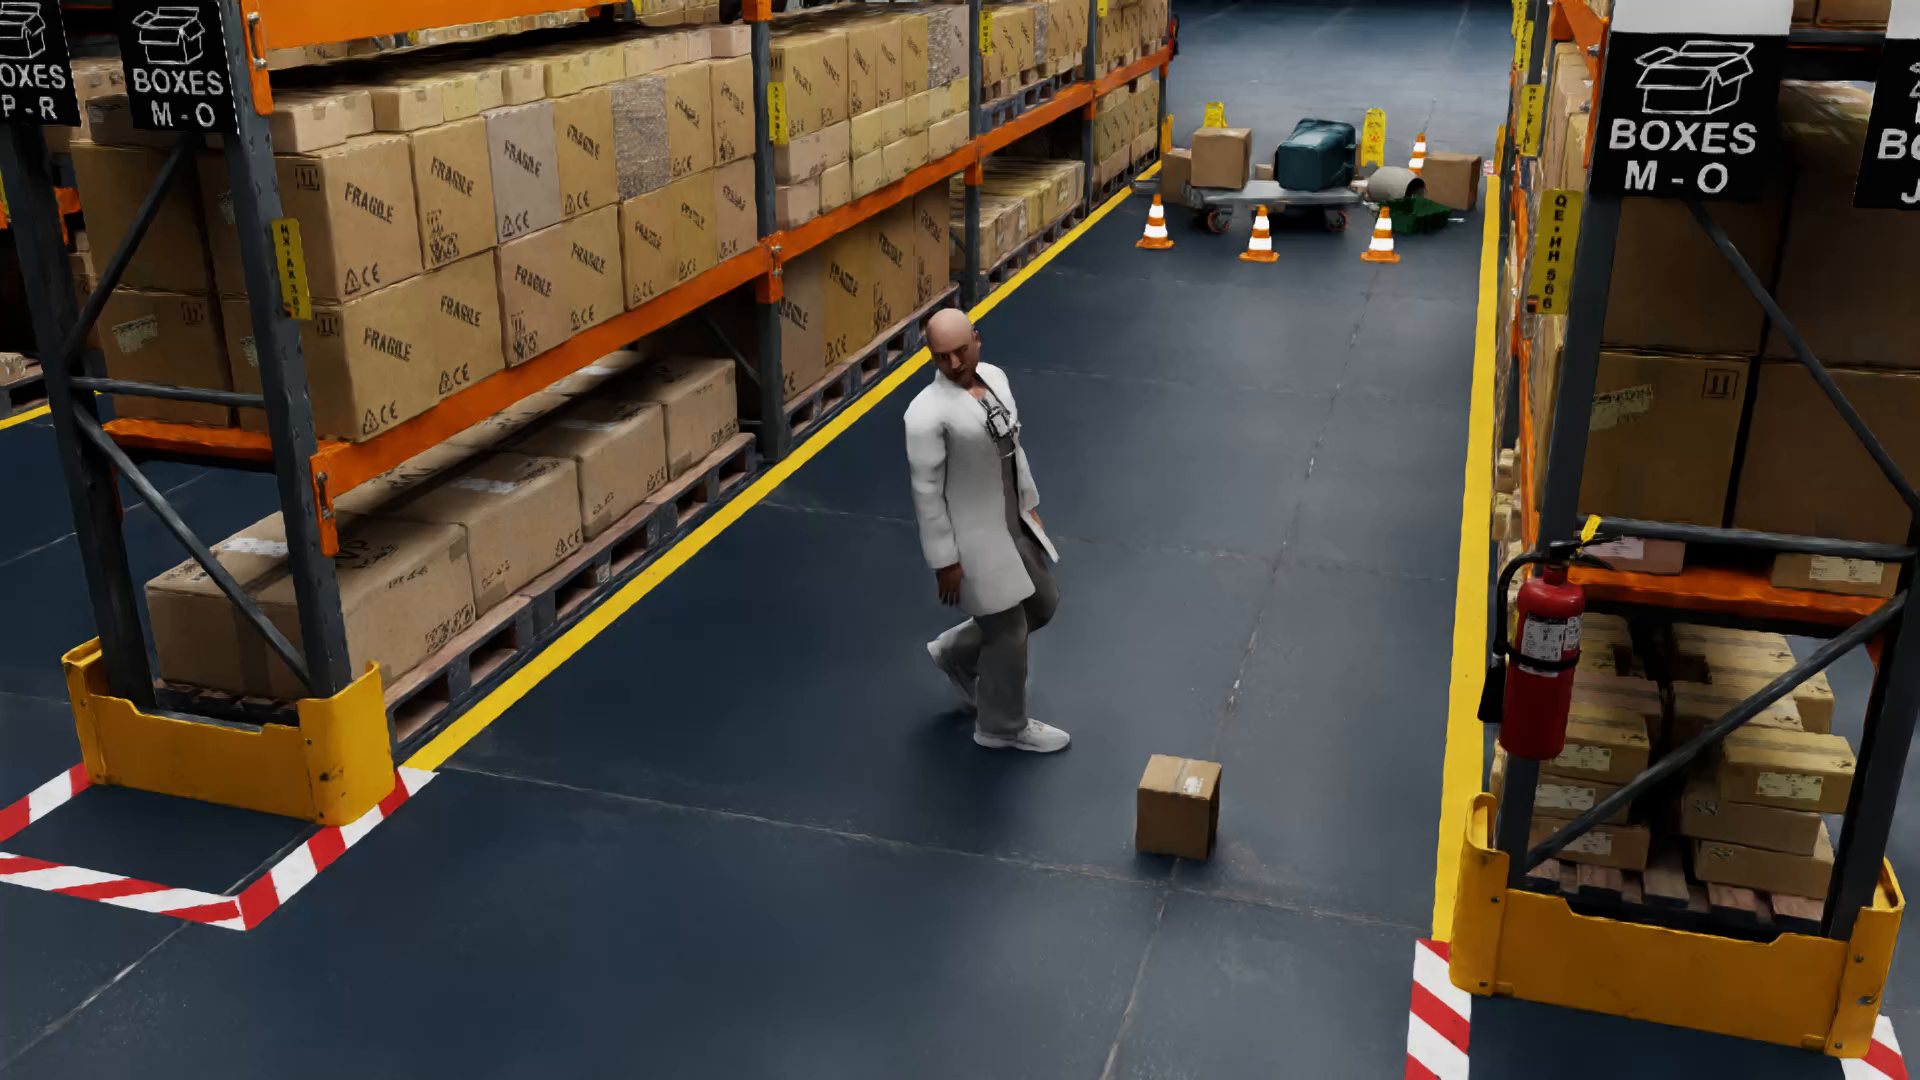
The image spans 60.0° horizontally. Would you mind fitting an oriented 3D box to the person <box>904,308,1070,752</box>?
[{"bbox_3d":[7.500,-1.506,9.913,10.683,1.728,14.178,10,24,23],"label":"person"}]
